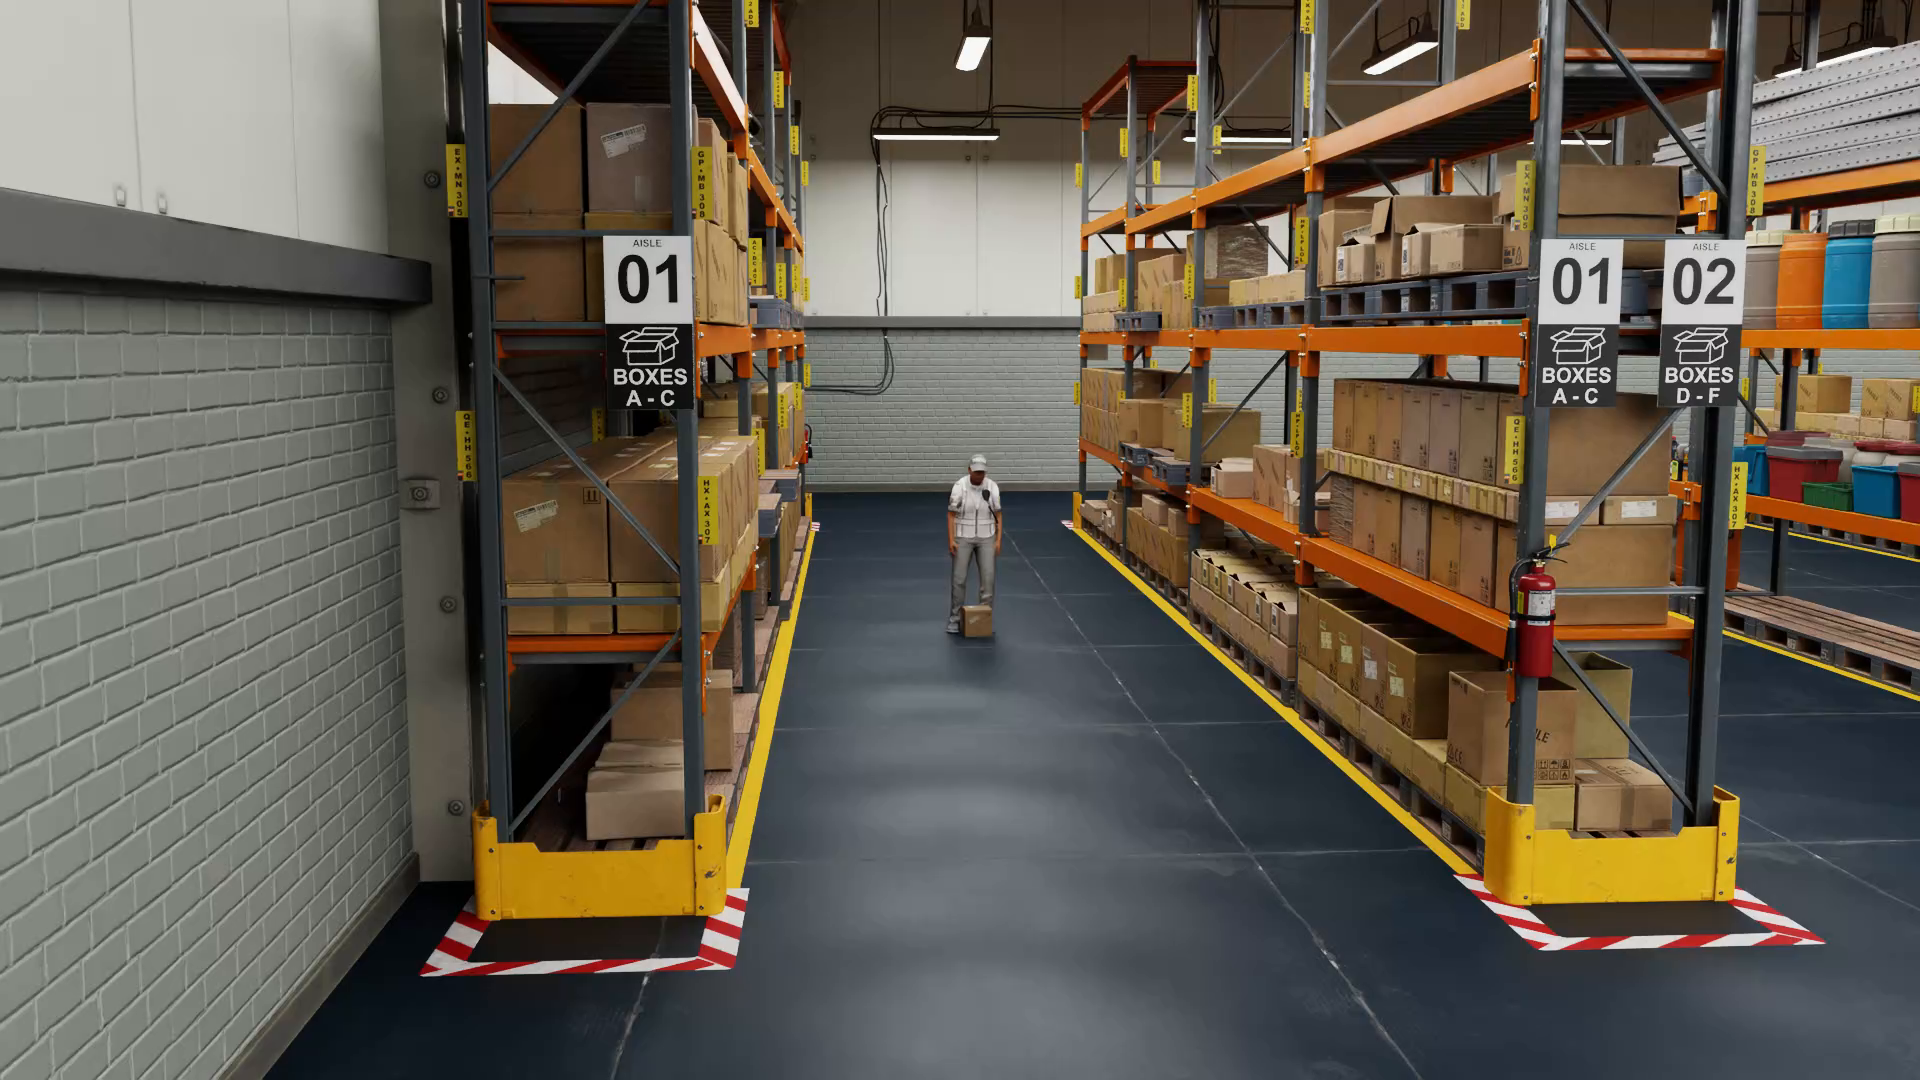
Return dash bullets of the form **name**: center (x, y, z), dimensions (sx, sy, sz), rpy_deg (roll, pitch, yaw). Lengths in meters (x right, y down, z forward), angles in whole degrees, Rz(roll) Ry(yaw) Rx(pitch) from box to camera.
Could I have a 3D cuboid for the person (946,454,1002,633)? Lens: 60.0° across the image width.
- **person**: center (0.132, 0.025, 15.522), dimensions (0.542, 1.665, 0.466), rpy_deg (-1, 7, -6)
